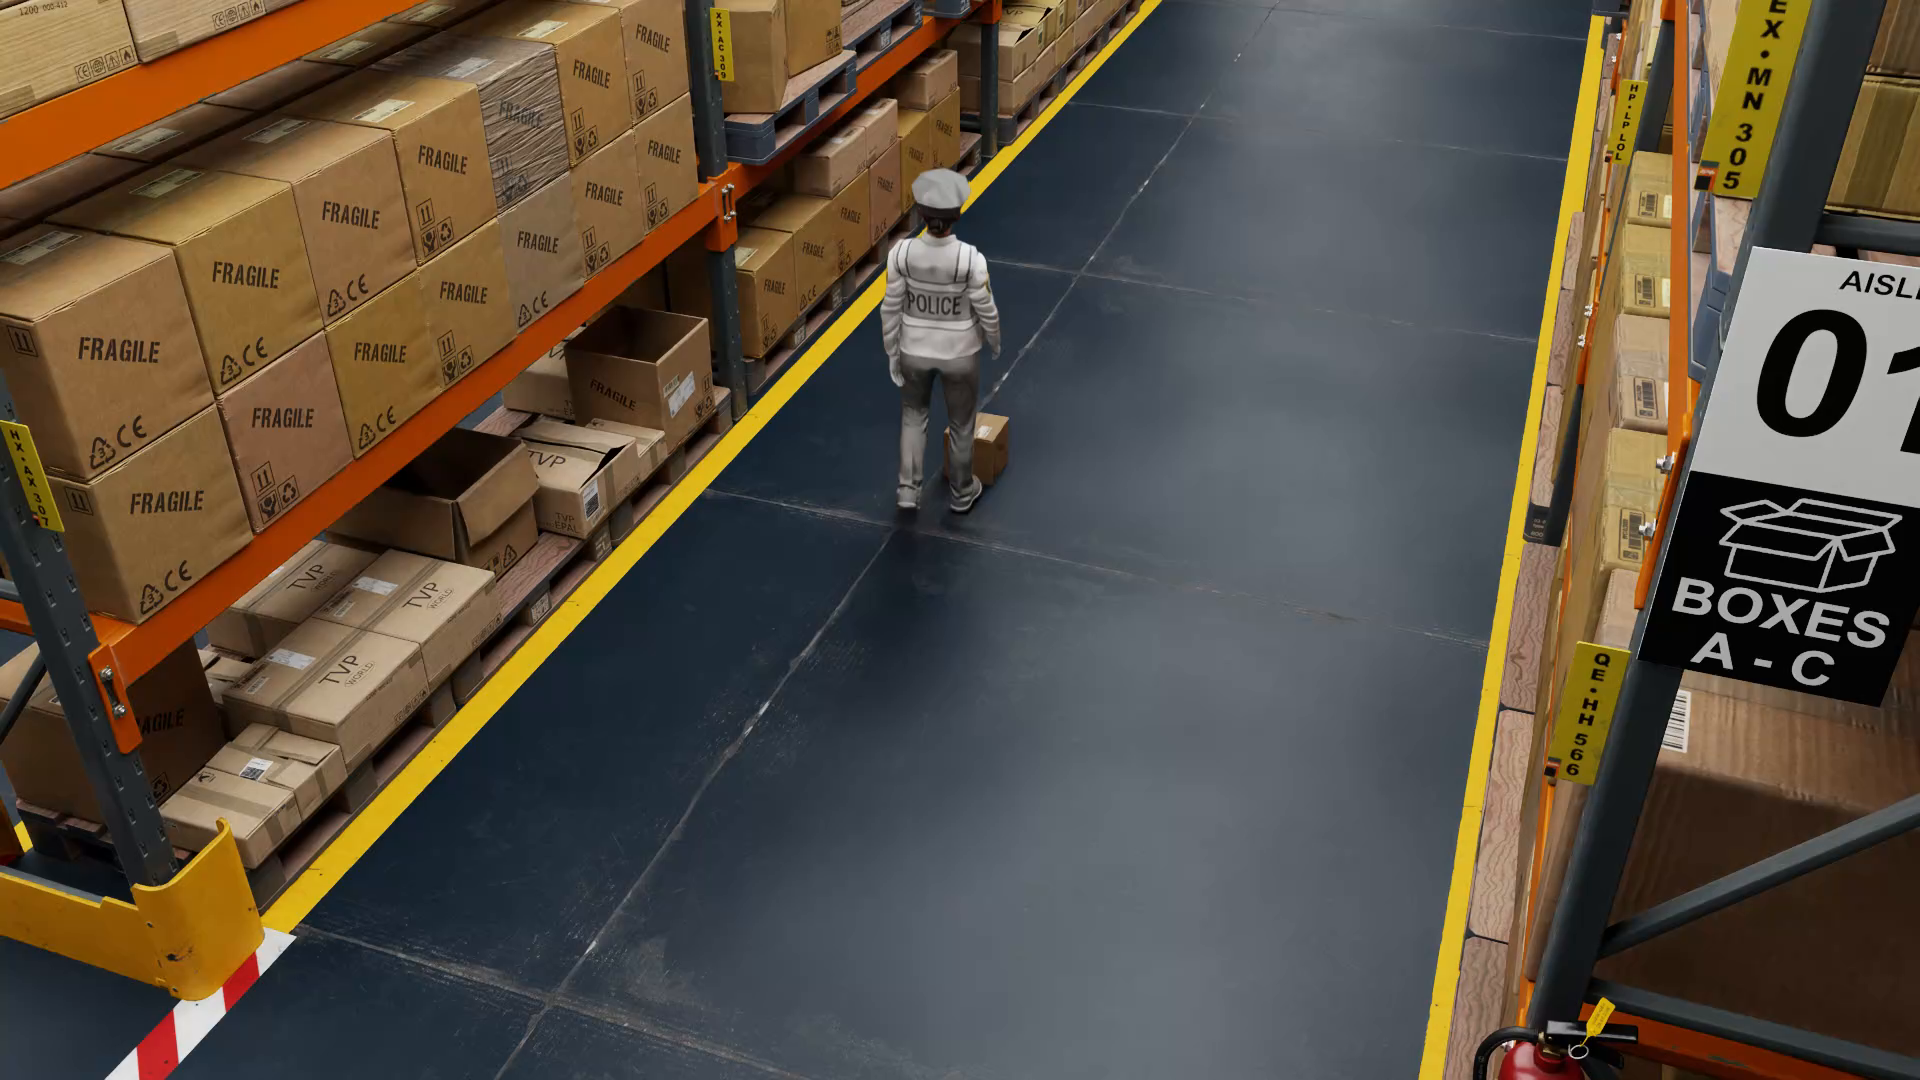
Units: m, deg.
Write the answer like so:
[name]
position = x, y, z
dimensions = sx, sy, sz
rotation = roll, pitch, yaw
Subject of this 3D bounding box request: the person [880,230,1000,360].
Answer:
[person]
position = -0.083, -1.067, 7.166
dimensions = 0.506, 0.604, 0.324
rotation = 7, 34, 11
